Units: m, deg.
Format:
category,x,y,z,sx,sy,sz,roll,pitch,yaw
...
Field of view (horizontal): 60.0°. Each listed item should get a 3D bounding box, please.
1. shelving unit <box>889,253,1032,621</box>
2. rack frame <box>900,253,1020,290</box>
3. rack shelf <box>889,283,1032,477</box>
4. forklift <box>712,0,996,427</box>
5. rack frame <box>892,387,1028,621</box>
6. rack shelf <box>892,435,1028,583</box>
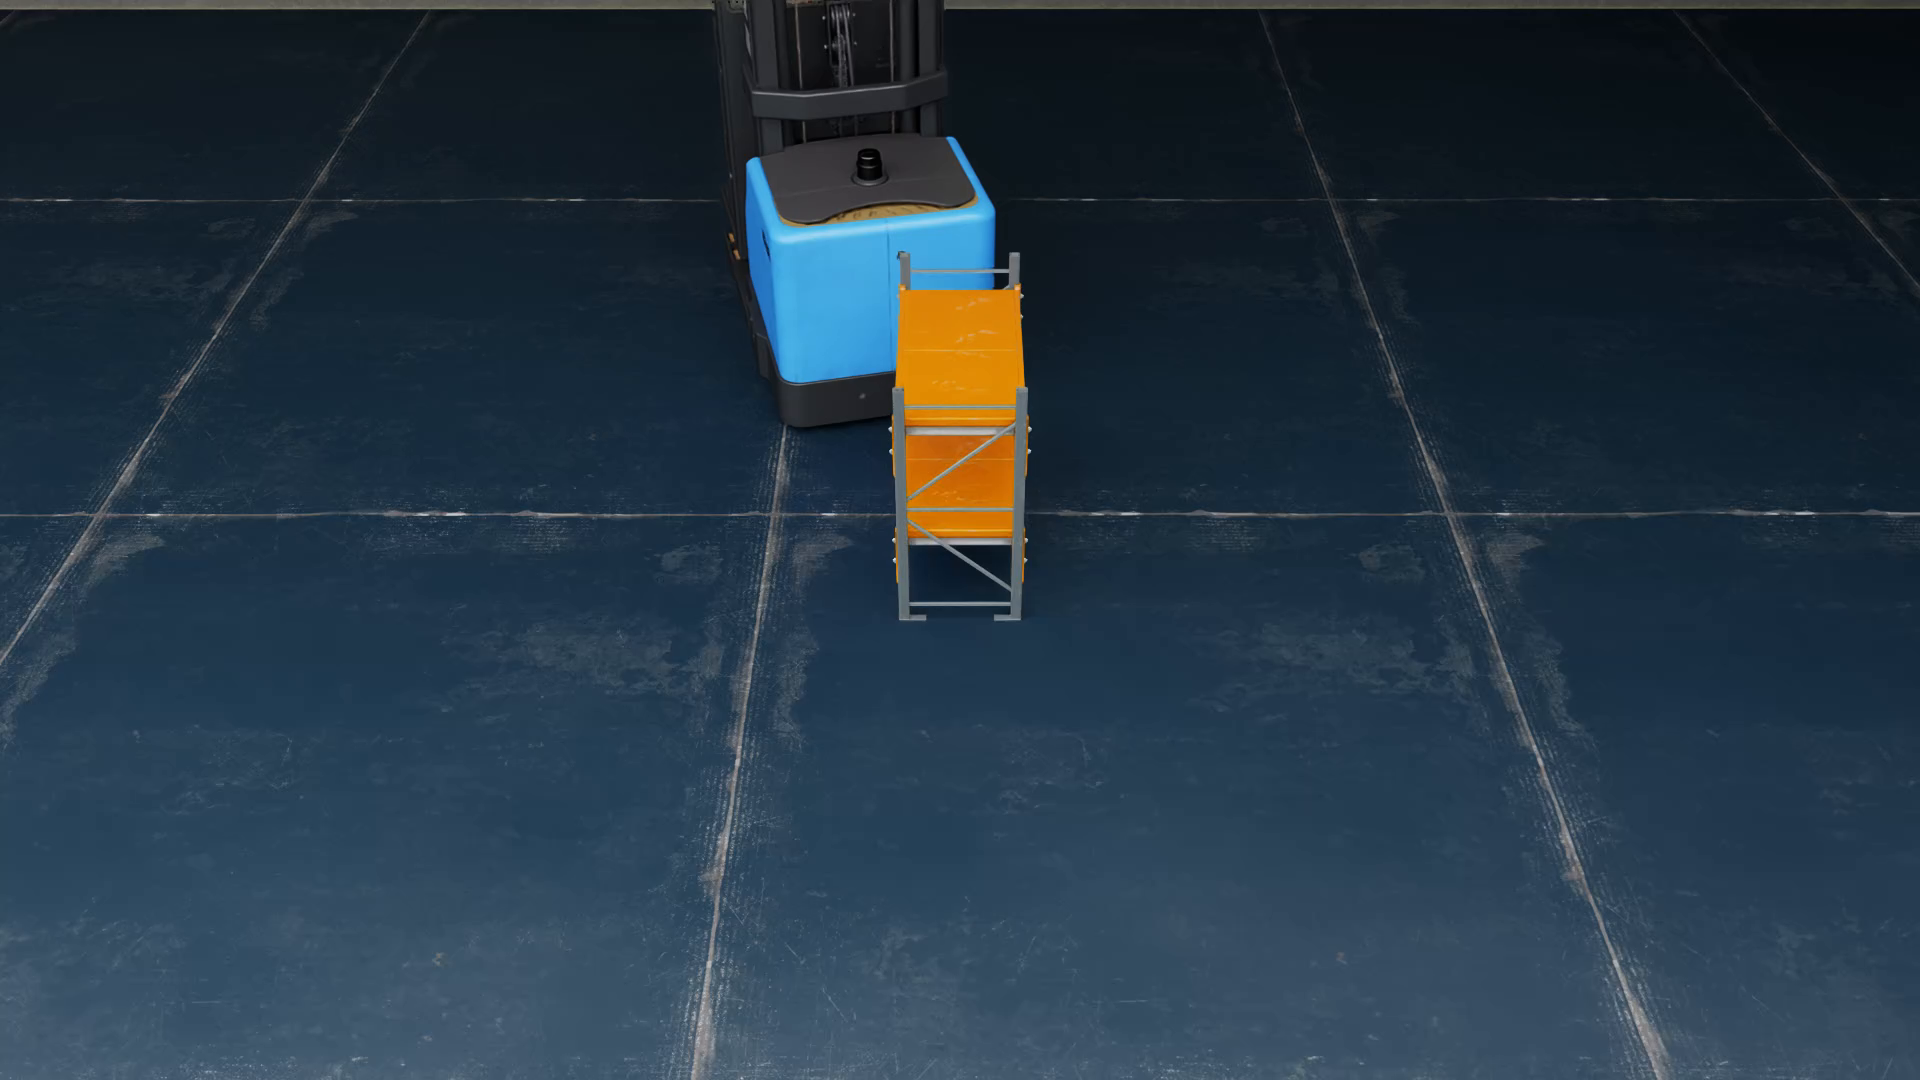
category,x,y,z,sx,sy,sz,roll,pitch,yaw
shelving unit,0.000,-0.435,6.893,0.538,1.125,1.048,0,39,0
rack frame,-0.001,-0.753,7.290,0.500,1.125,0.032,0,39,0
rack shelf,0.000,-0.663,6.710,0.538,0.278,1.000,0,39,0
forklift,-0.676,-2.599,8.149,1.130,2.935,3.031,-9,40,-11
rack frame,0.001,-0.117,6.496,0.500,1.125,0.032,0,39,0
rack shelf,0.000,-0.244,7.046,0.538,0.278,1.000,0,39,0
